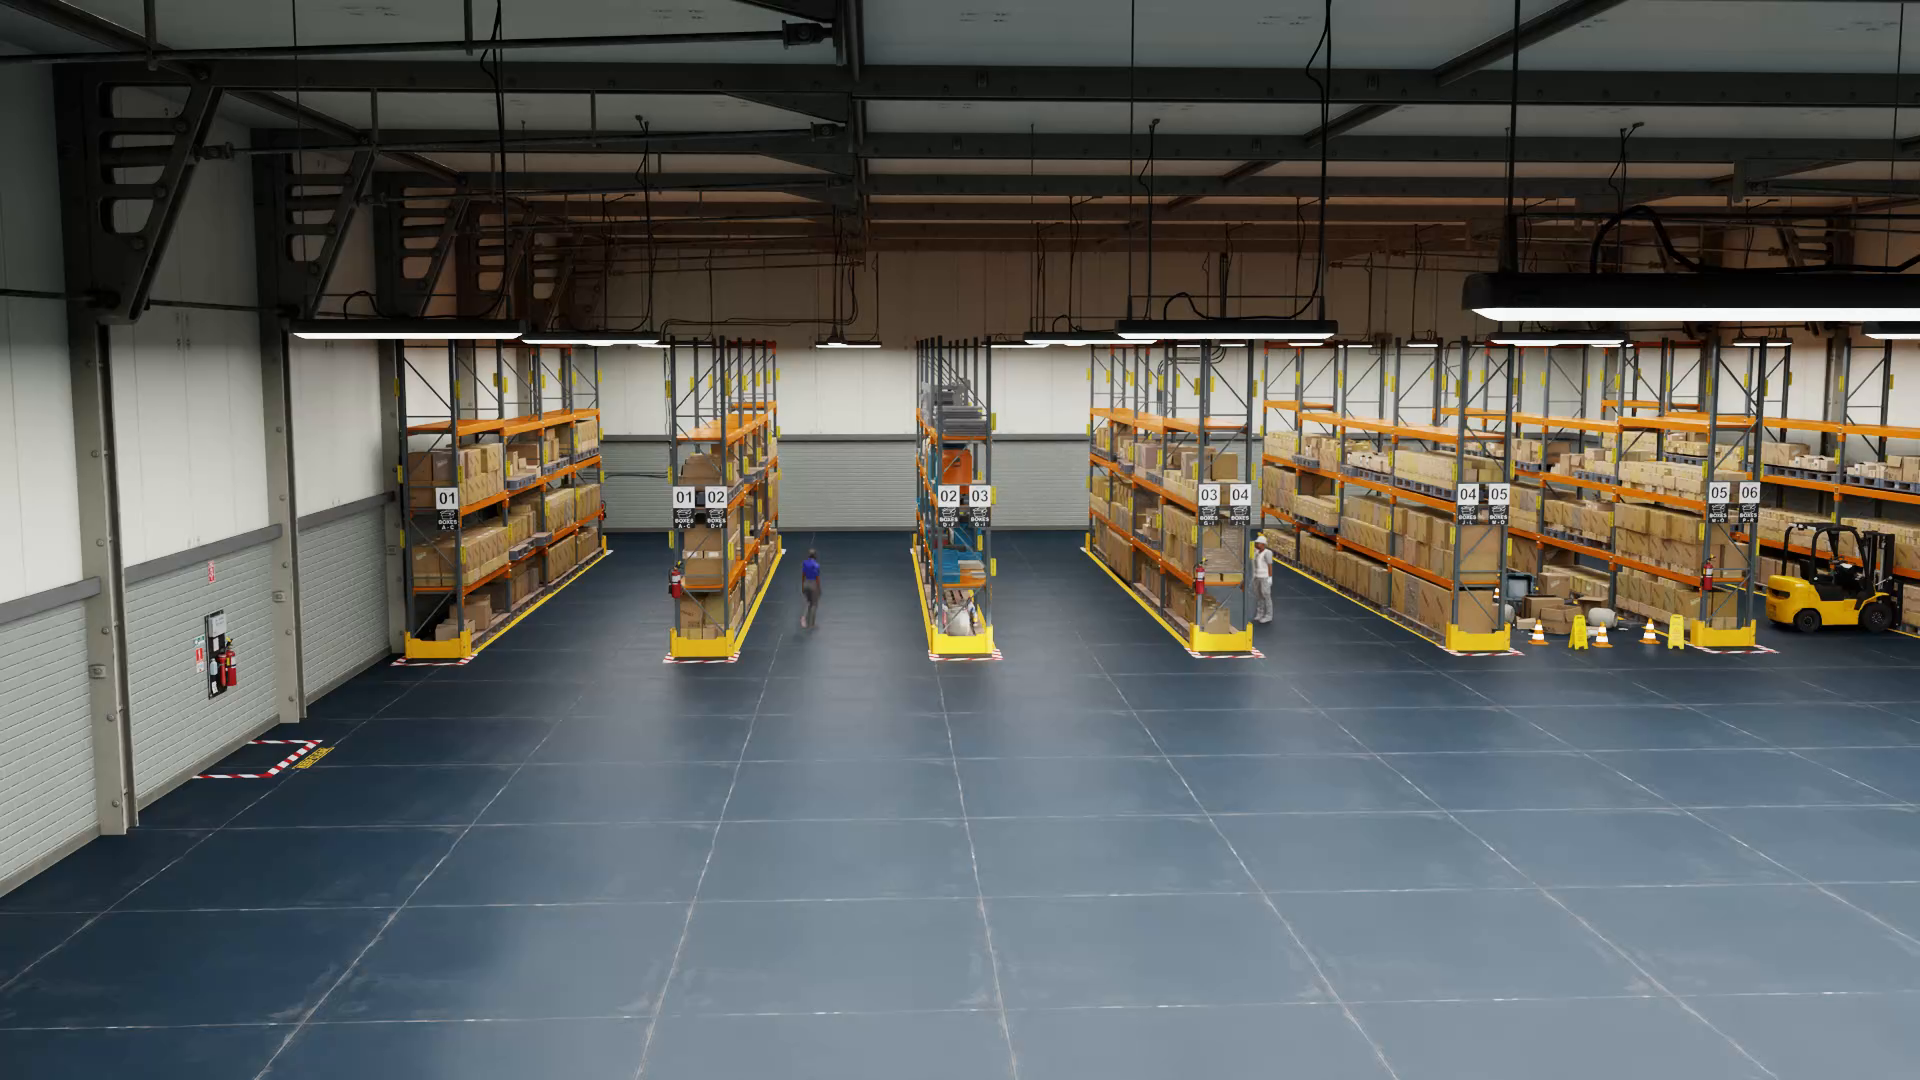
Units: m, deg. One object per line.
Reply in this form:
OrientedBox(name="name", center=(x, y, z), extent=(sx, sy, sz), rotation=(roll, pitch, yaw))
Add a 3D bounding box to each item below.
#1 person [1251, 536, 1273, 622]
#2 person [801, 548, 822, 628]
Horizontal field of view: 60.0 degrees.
OrientedBox(name="person", center=(6.408, 0.821, 35.353), extent=(0.453, 1.787, 0.641), rotation=(-4, 8, -31))
OrientedBox(name="person", center=(-3.050, 0.995, 34.316), extent=(0.462, 1.659, 0.432), rotation=(5, 8, 37))
